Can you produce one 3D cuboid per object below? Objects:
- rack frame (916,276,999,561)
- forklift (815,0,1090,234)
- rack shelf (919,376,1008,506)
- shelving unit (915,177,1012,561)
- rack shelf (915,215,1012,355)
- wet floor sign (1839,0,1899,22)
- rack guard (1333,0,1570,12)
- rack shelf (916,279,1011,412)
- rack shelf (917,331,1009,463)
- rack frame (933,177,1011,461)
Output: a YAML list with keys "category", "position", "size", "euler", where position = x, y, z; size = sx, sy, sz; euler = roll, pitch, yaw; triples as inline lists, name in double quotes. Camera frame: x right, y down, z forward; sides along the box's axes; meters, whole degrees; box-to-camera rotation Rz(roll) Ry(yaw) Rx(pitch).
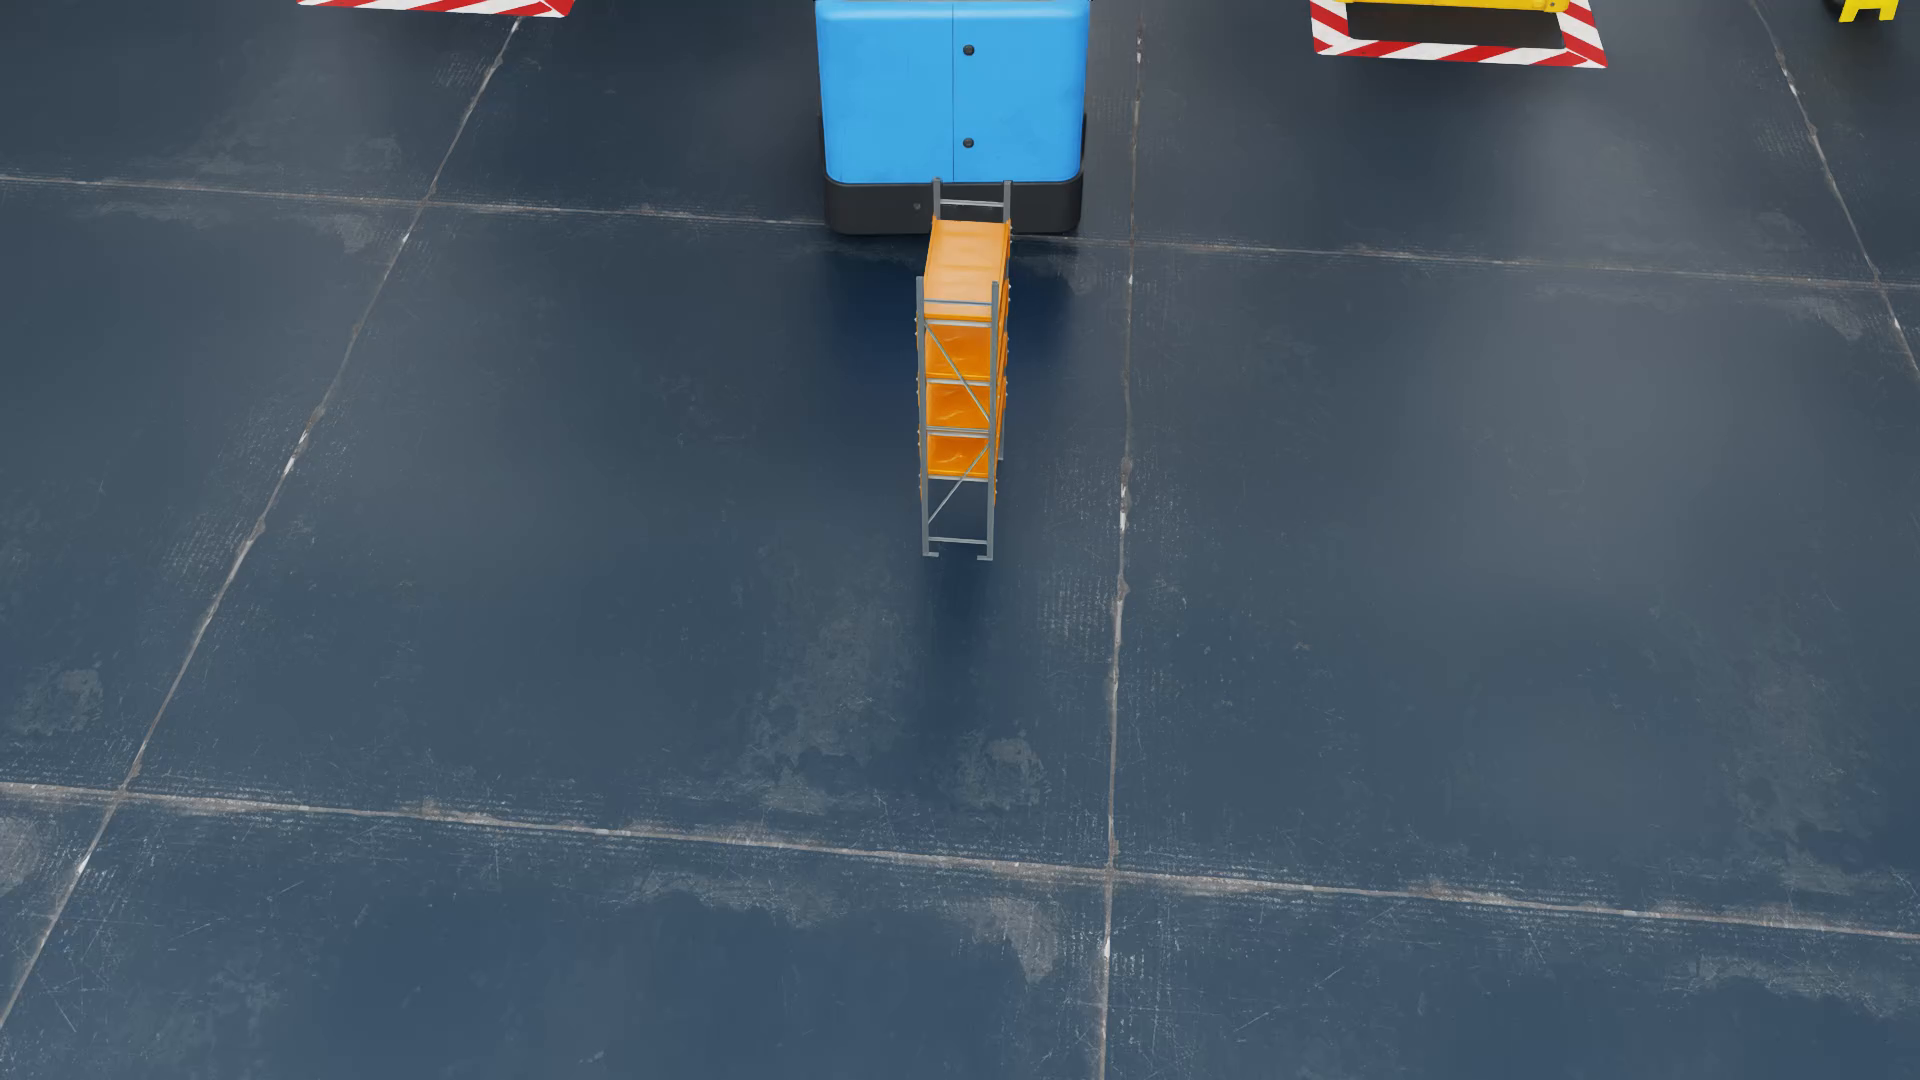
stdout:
- category: "rack frame"
  position: [-0.007, -0.347, 5.255]
  size: [0.240, 1.200, 0.015]
  euler: [4, 48, 4]
- category: "forklift"
  position: [-0.048, -3.311, 6.792]
  size: [1.130, 2.935, 3.031]
  euler: [-1, 48, -1]
- category: "rack shelf"
  position: [0.015, -0.347, 5.615]
  size: [0.258, 0.148, 0.480]
  euler: [4, 48, 4]
- category: "shelving unit"
  position: [0.015, -0.527, 5.419]
  size: [0.258, 1.200, 0.503]
  euler: [4, 48, 4]
- category: "rack shelf"
  position: [0.015, -0.792, 5.129]
  size: [0.258, 0.148, 0.480]
  euler: [4, 48, 4]
- category: "wet floor sign"
  position: [4.375, -2.812, 7.885]
  size: [0.267, 0.644, 0.232]
  euler: [-4, 48, -3]
- category: "rack guard"
  position: [2.404, -2.900, 8.064]
  size: [1.175, 0.500, 0.348]
  euler: [4, 48, 4]
- category: "rack shelf"
  position: [0.015, -0.632, 5.303]
  size: [0.258, 0.148, 0.480]
  euler: [4, 48, 4]
- category: "rack shelf"
  position: [0.015, -0.481, 5.468]
  size: [0.258, 0.148, 0.480]
  euler: [4, 48, 4]
- category: "rack frame"
  position: [0.037, -0.706, 5.583]
  size: [0.240, 1.200, 0.015]
  euler: [4, 48, 4]
